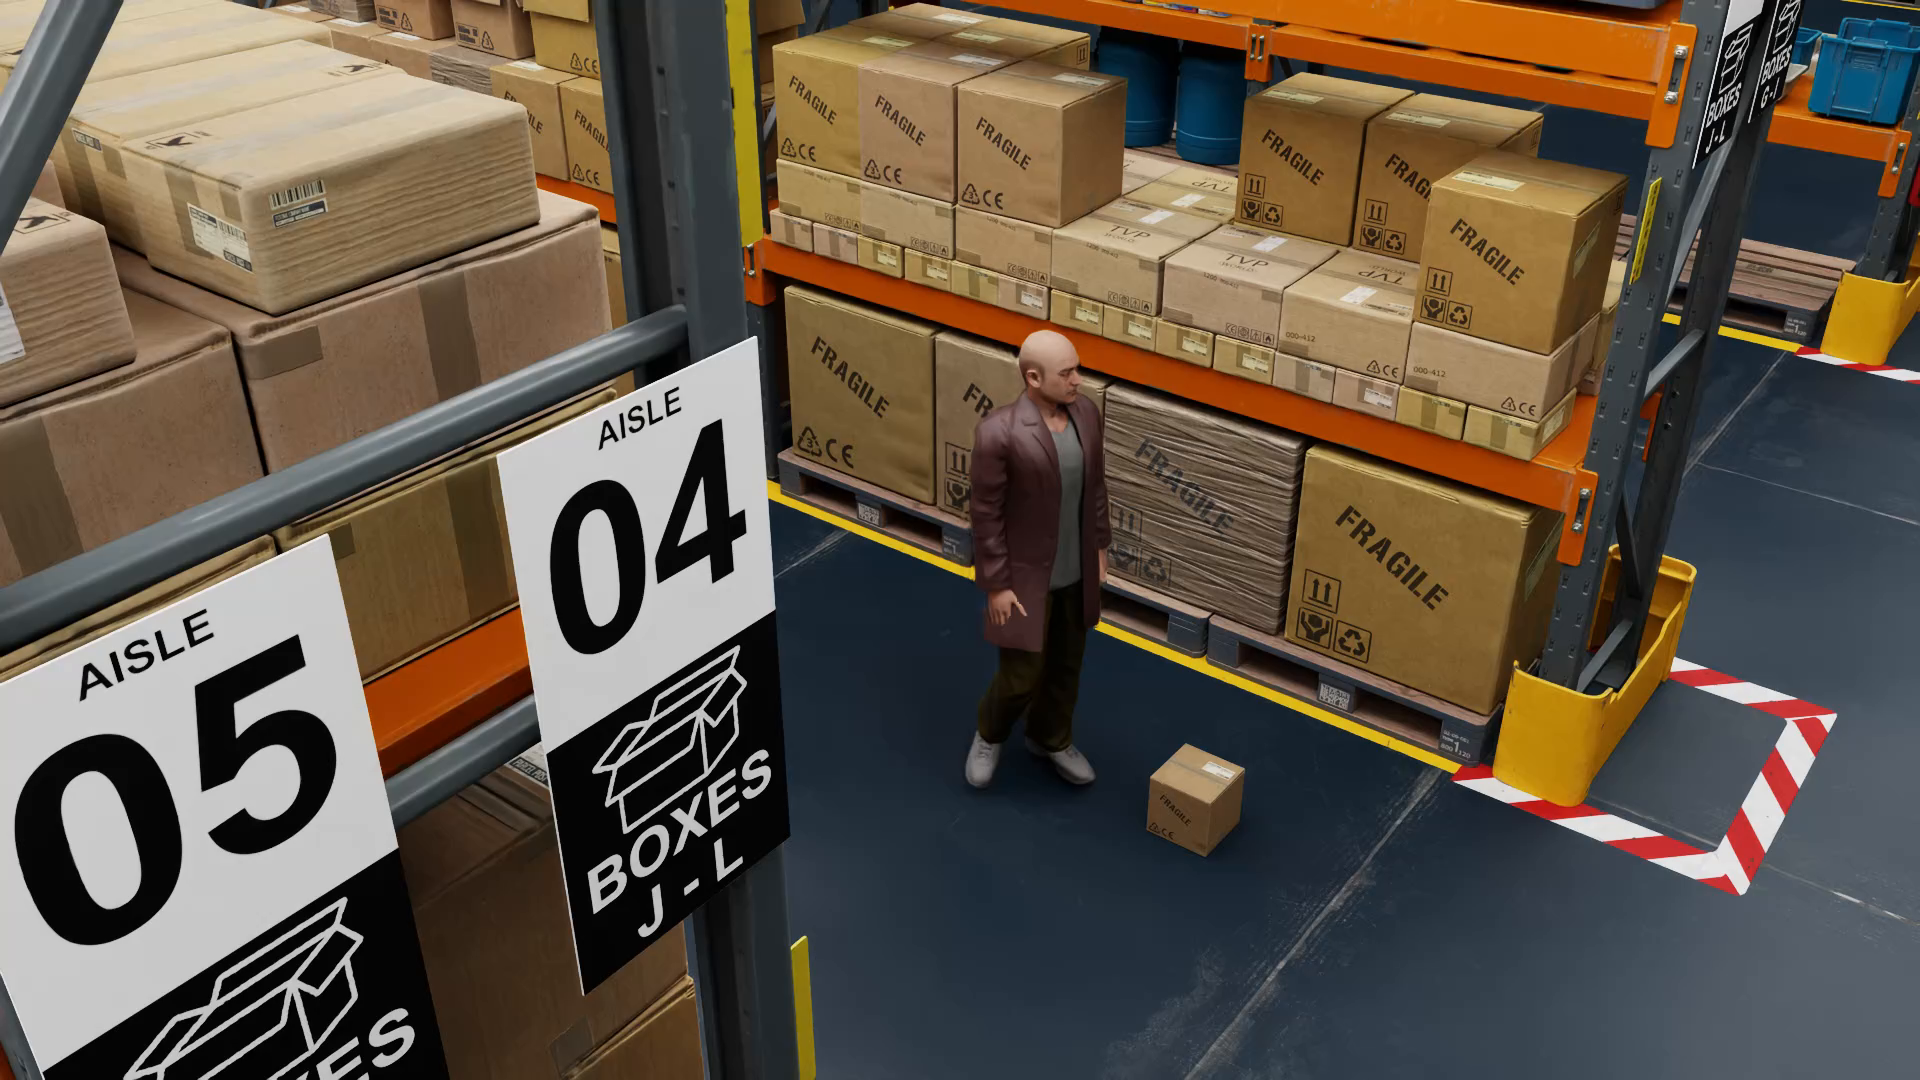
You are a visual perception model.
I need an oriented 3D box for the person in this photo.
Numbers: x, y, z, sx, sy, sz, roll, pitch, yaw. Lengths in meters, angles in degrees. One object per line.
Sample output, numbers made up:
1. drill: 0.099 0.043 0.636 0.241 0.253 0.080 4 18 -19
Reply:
1. person: 0.294 0.102 5.929 0.608 1.781 0.468 -20 36 -31
